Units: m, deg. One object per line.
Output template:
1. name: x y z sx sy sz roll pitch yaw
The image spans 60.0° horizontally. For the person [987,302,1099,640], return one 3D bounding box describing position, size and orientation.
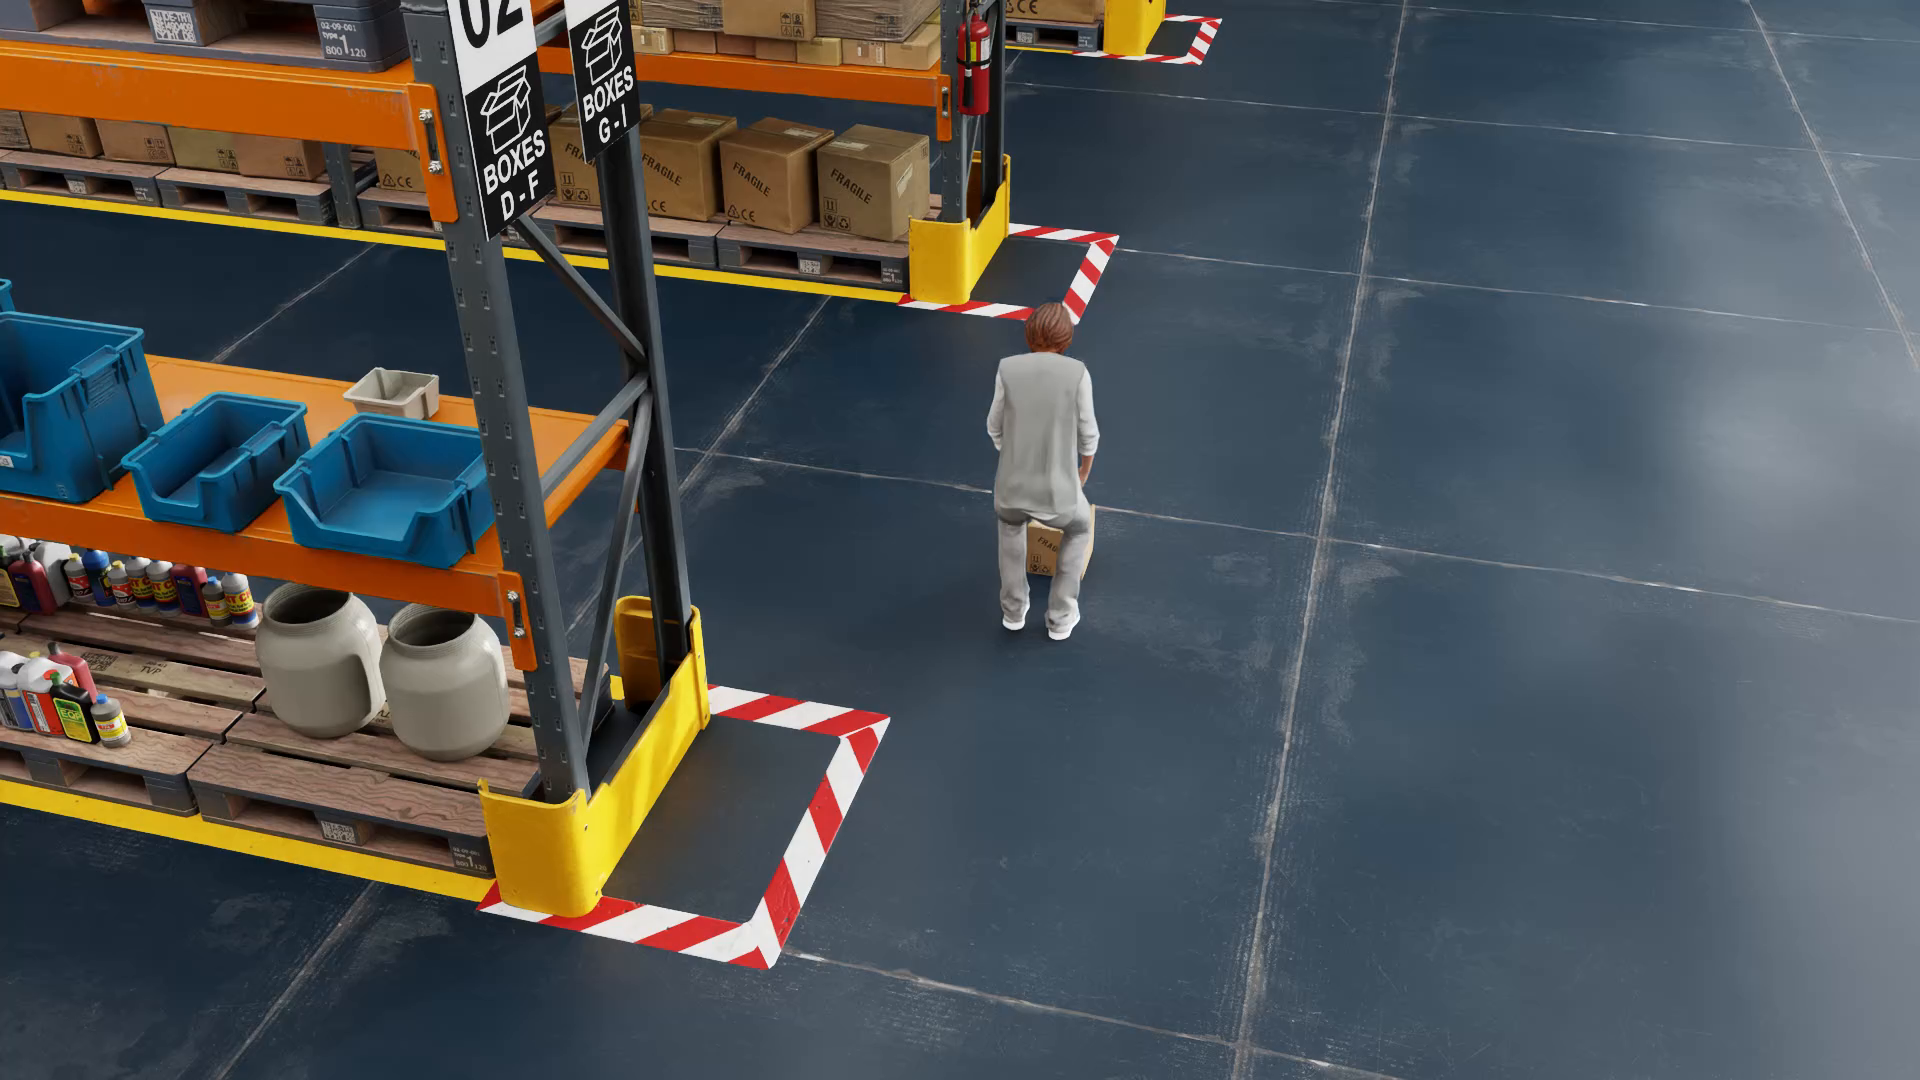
1. person: 0.312 -0.238 6.736 0.460 1.361 0.602 8 34 13
